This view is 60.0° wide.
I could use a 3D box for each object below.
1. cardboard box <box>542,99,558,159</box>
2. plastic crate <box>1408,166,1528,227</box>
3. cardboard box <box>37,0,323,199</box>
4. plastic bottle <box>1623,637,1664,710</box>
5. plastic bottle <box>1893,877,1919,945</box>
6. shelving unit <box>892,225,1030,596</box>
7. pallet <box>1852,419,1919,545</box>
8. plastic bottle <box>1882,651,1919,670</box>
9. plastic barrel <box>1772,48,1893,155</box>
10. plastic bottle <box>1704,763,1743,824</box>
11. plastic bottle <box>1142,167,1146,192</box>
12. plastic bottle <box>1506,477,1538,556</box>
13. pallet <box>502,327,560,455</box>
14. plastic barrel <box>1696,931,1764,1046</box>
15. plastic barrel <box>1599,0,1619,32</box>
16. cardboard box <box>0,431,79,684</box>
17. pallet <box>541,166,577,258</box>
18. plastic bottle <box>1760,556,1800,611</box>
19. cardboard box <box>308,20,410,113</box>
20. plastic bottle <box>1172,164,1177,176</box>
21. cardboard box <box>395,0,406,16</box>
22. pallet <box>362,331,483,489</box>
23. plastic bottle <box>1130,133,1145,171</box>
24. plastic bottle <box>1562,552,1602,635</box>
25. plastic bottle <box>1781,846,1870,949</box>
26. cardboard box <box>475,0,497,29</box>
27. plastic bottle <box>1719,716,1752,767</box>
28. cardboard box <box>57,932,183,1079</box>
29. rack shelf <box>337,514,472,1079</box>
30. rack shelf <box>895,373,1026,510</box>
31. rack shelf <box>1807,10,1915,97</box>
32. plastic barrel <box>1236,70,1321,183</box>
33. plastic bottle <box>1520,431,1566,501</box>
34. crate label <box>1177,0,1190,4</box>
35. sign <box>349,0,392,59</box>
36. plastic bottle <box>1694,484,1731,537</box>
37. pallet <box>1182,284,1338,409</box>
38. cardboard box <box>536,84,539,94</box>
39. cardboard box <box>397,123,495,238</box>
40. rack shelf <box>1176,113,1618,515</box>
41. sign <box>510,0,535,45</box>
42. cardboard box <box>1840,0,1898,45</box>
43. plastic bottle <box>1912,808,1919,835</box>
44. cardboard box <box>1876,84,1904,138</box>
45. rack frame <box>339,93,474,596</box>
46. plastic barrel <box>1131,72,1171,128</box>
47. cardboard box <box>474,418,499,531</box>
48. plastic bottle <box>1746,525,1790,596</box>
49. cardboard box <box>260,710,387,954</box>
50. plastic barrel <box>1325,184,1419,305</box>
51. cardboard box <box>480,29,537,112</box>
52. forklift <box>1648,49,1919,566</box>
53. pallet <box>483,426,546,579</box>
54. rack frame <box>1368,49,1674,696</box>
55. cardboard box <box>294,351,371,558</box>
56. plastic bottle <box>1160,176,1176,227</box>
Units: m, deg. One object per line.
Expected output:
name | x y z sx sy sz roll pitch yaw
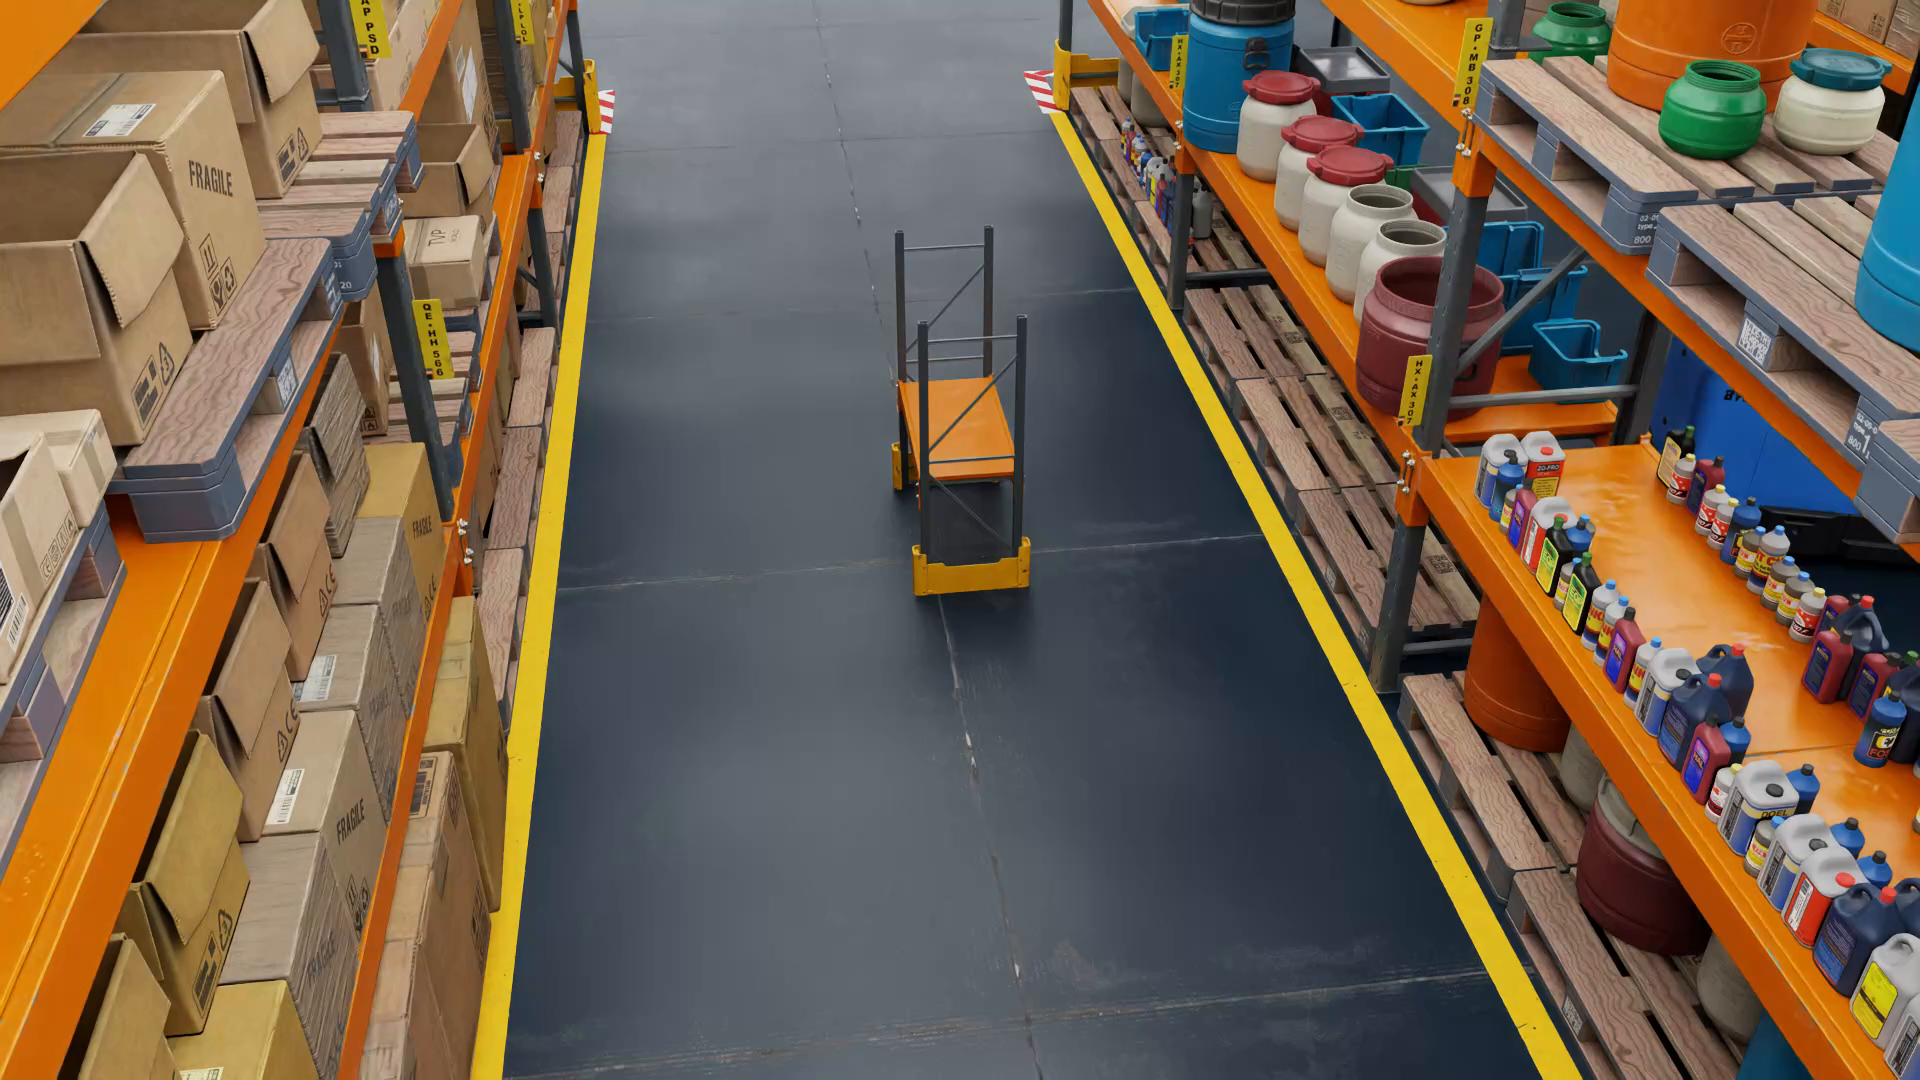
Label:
cardboard box | -3.387 -3.140 12.541 0.500 0.500 0.500 4 35 6
plastic crate | 2.501 -1.542 8.293 0.402 0.464 0.583 -4 35 -6
cardboard box | -2.340 -1.337 4.919 0.797 0.503 0.637 -2 34 -4
plastic bottle | 2.296 0.439 5.556 0.097 0.271 0.097 0 34 0
plastic bottle | 2.623 1.059 4.576 0.144 0.351 0.185 -4 35 -6
shelving unit | -0.010 -0.662 8.390 0.587 1.500 1.083 -4 35 -6
pallet | 2.750 0.050 3.518 1.213 0.211 1.003 -4 35 -6
plastic bottle | 3.088 0.466 5.506 0.061 0.283 0.133 -4 35 -6
plastic barrel | 2.704 -1.360 5.168 0.301 0.262 0.301 0 34 0
plastic bottle | 2.370 0.775 5.125 0.097 0.201 0.097 0 34 0
plastic bottle | 1.374 -2.628 12.037 0.097 0.201 0.097 0 34 0
plastic bottle | 2.152 -0.090 6.322 0.061 0.283 0.133 -4 35 -6
pallet | -2.925 -0.861 9.826 1.003 0.211 1.213 -4 35 -6
plastic barrel | 2.814 1.474 5.760 0.421 0.512 0.421 0 34 0
plastic barrel | 2.677 -2.073 6.366 0.421 0.512 0.421 0 34 0
cardboard box | -2.014 0.021 3.098 0.500 0.311 0.500 -6 35 -8
pallet | -3.324 -2.350 12.011 1.003 0.211 1.213 -4 35 -6
plastic bottle | 2.986 0.151 6.042 0.097 0.201 0.097 0 34 0
cardboard box | -2.304 -1.675 6.014 0.500 0.250 0.500 -4 34 -6
plastic bottle | 1.533 -2.529 11.819 0.061 0.283 0.133 -4 35 -6
cardboard box | -2.366 -2.268 6.219 0.500 0.500 0.500 -4 34 -6
pallet | -2.695 -0.526 7.029 1.213 0.211 1.003 -4 35 -6
plastic bottle | 1.320 -2.883 12.349 0.097 0.271 0.097 0 34 0
plastic bottle | 2.219 0.188 5.913 0.061 0.283 0.133 -4 35 -6
plastic bottle | 2.462 1.012 4.712 0.152 0.276 0.135 -4 35 -6
cardboard box | -2.840 -3.296 9.682 0.500 0.500 0.500 -4 35 -6
plastic bottle | 2.413 0.667 5.221 0.097 0.271 0.097 0 34 0
cardboard box | -2.049 1.205 3.339 0.797 0.503 0.637 -5 35 -8
rack shelf | -2.224 1.198 4.968 1.077 0.370 4.000 -4 35 -6
rack shelf | -0.011 -0.519 8.499 0.538 0.185 1.000 -4 35 -6
rack shelf | 6.517 -4.015 12.617 1.077 0.370 4.000 -4 35 -6
plastic barrel | 1.788 -2.329 9.383 0.433 0.535 0.433 0 34 0
plastic bottle | 2.303 -0.285 6.615 0.152 0.276 0.135 -4 35 -6
crate label | 1.854 -4.063 12.017 0.502 0.435 0.616 -4 35 -6
sign | -1.942 -1.739 5.445 0.100 0.325 0.005 -4 35 -6
plastic bottle | 2.920 -0.121 6.440 0.097 0.201 0.097 0 34 0
pallet | 2.021 -1.235 10.375 1.003 0.211 1.213 -4 35 -6
cardboard box | -2.887 -2.904 10.570 0.380 0.149 0.250 -4 35 -6
cardboard box | -2.707 -1.704 8.122 0.797 0.503 0.637 -1 34 -1
rack shelf | 2.146 -1.410 8.794 1.077 0.370 4.000 -4 35 -6
sign | -2.482 -2.970 9.417 0.100 0.325 0.005 -4 35 -6
cardboard box | 6.642 -3.778 11.542 0.700 0.500 0.500 -5 35 -7
plastic bottle | 2.991 0.810 5.074 0.097 0.201 0.097 0 34 0
cardboard box | 6.451 -3.065 11.987 0.500 0.500 0.500 -4 35 -6
rack frame | -2.493 -0.216 6.403 1.000 3.000 0.127 -4 35 -6
plastic barrel | 1.570 -3.559 13.146 0.421 0.512 0.421 0 34 0
cardboard box | -2.774 -0.361 8.446 0.700 0.500 0.500 -2 34 -2
plastic bottle | 2.973 0.068 6.102 0.097 0.271 0.097 0 34 0
cardboard box | -1.980 0.852 4.748 0.500 0.500 0.500 -4 34 -5
plastic barrel | 2.008 -1.430 8.086 0.421 0.512 0.421 0 34 0
cardboard box | -3.030 -2.868 9.942 0.875 0.500 0.500 -4 35 -6
forklift | 5.217 -1.297 8.051 3.031 2.935 1.130 6 35 9
pallet | -2.758 -0.179 8.825 1.003 0.211 1.213 -4 35 -6
rack frame | 2.415 -0.591 6.953 1.000 3.000 0.127 -4 35 -6
cardboard box | -2.411 -0.262 5.492 0.797 0.503 0.637 -3 34 -5
plastic bottle | 1.479 -2.355 11.503 0.144 0.351 0.185 -6 35 -9
